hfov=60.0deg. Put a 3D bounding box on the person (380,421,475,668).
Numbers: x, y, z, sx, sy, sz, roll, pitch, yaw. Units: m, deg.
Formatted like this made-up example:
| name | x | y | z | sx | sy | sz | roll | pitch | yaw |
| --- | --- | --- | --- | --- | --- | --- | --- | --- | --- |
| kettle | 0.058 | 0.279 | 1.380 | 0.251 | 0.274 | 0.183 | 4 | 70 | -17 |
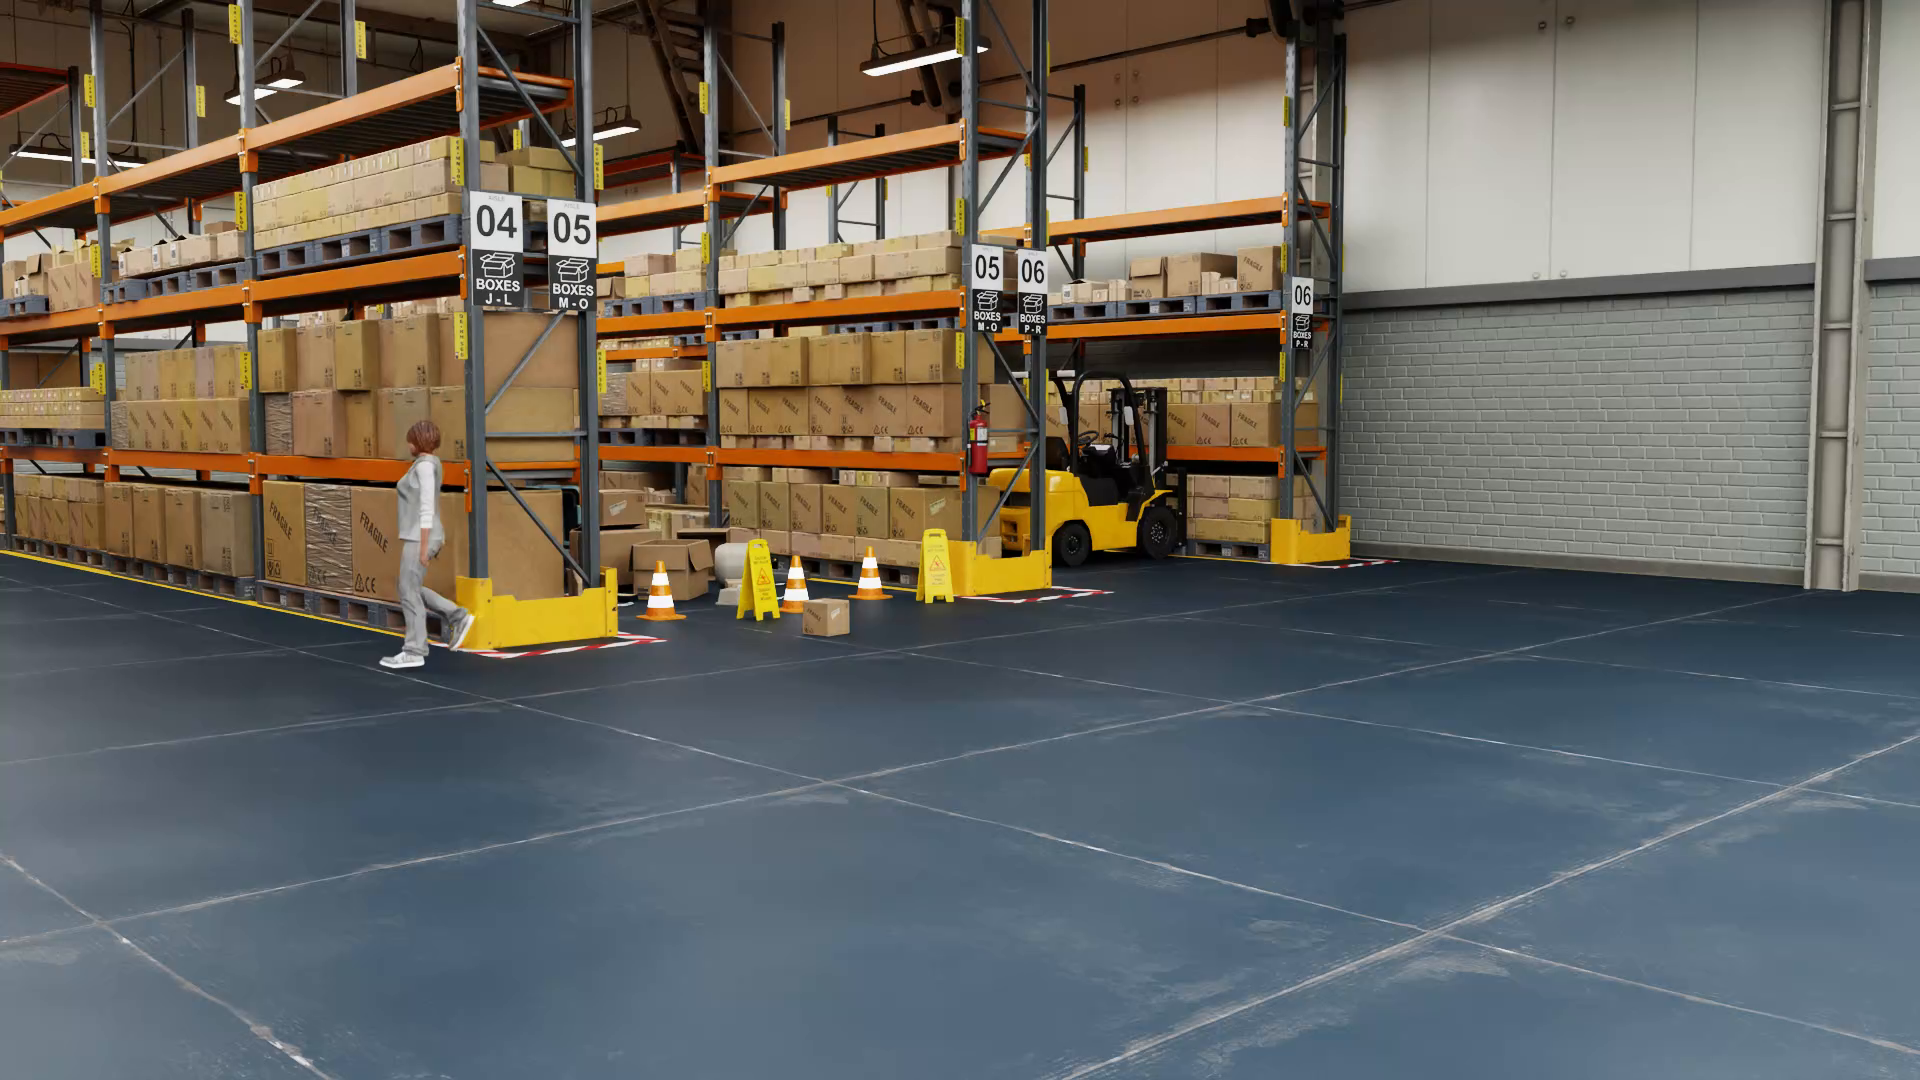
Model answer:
| name | x | y | z | sx | sy | sz | roll | pitch | yaw |
| --- | --- | --- | --- | --- | --- | --- | --- | --- | --- |
| person | -3.443 | 0.020 | 10.727 | 0.582 | 1.577 | 0.436 | -1 | 4 | -13 |
